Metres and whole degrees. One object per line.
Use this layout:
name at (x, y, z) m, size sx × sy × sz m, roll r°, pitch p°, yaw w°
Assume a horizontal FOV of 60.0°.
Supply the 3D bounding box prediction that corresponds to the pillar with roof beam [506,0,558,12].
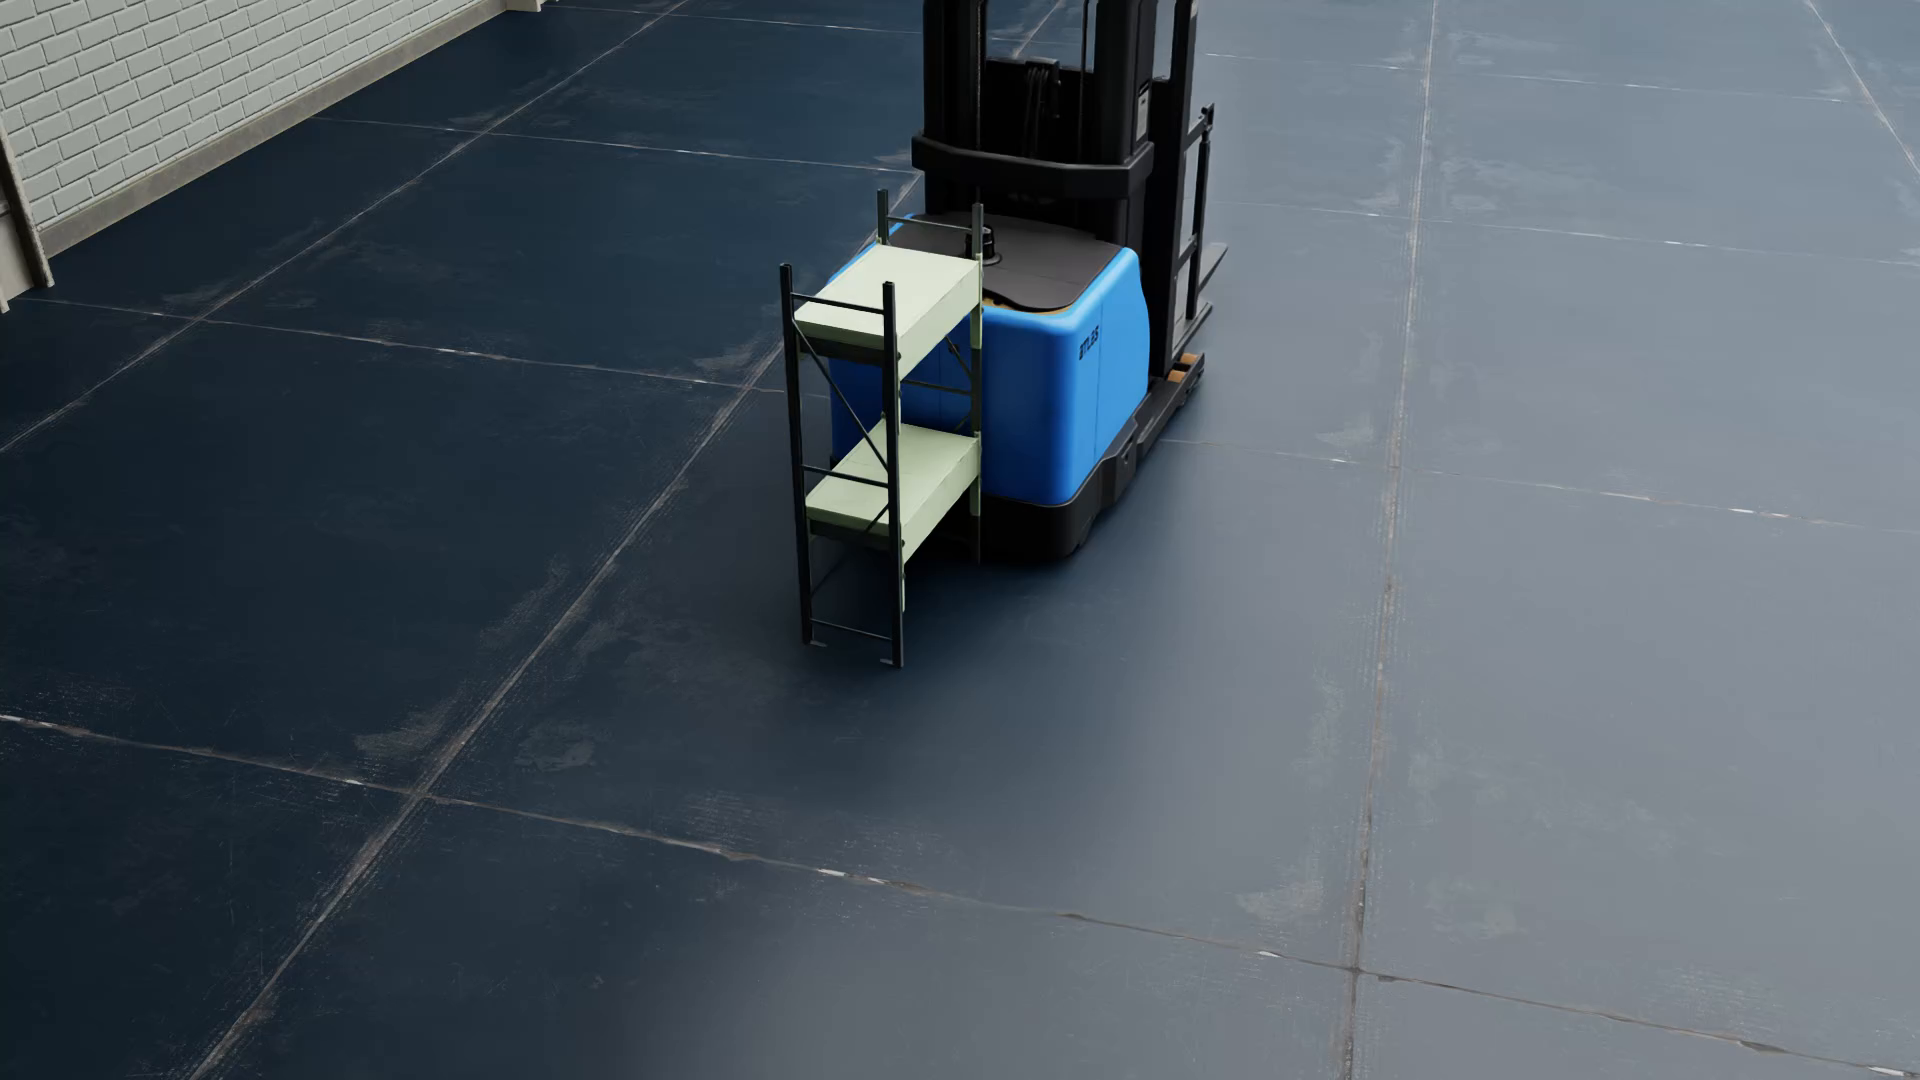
pillar with roof beam at (0.640, -7.618, 10.346) m, size 9.100 × 9.000 × 0.400 m, roll 8°, pitch 33°, yaw 12°

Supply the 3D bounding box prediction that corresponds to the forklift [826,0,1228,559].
forklift at (0.512, -1.939, 7.068) m, size 1.130 × 2.935 × 3.031 m, roll 13°, pitch 35°, yaw 19°

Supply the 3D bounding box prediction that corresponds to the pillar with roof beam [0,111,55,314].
pillar with roof beam at (-0.882, -4.505, 5.448) m, size 9.100 × 9.000 × 0.400 m, roll 8°, pitch 33°, yaw 12°

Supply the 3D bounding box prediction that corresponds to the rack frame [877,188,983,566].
rack frame at (-0.107, -0.575, 6.257) m, size 0.400 × 1.500 × 0.023 m, roll 13°, pitch 35°, yaw 19°

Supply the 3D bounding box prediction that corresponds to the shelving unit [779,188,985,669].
shelving unit at (-0.250, -0.394, 5.973) m, size 0.431 × 1.500 × 0.755 m, roll 13°, pitch 35°, yaw 19°

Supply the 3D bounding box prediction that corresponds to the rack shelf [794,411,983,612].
rack shelf at (-0.250, -0.119, 6.147) m, size 0.431 × 0.370 × 0.720 m, roll 13°, pitch 35°, yaw 19°

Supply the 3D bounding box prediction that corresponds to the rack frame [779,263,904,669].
rack frame at (-0.393, -0.214, 5.688) m, size 0.400 × 1.500 × 0.023 m, roll 13°, pitch 35°, yaw 19°

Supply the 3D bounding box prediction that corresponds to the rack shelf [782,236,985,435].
rack shelf at (-0.250, -0.724, 5.763) m, size 0.431 × 0.370 × 0.720 m, roll 13°, pitch 35°, yaw 19°
